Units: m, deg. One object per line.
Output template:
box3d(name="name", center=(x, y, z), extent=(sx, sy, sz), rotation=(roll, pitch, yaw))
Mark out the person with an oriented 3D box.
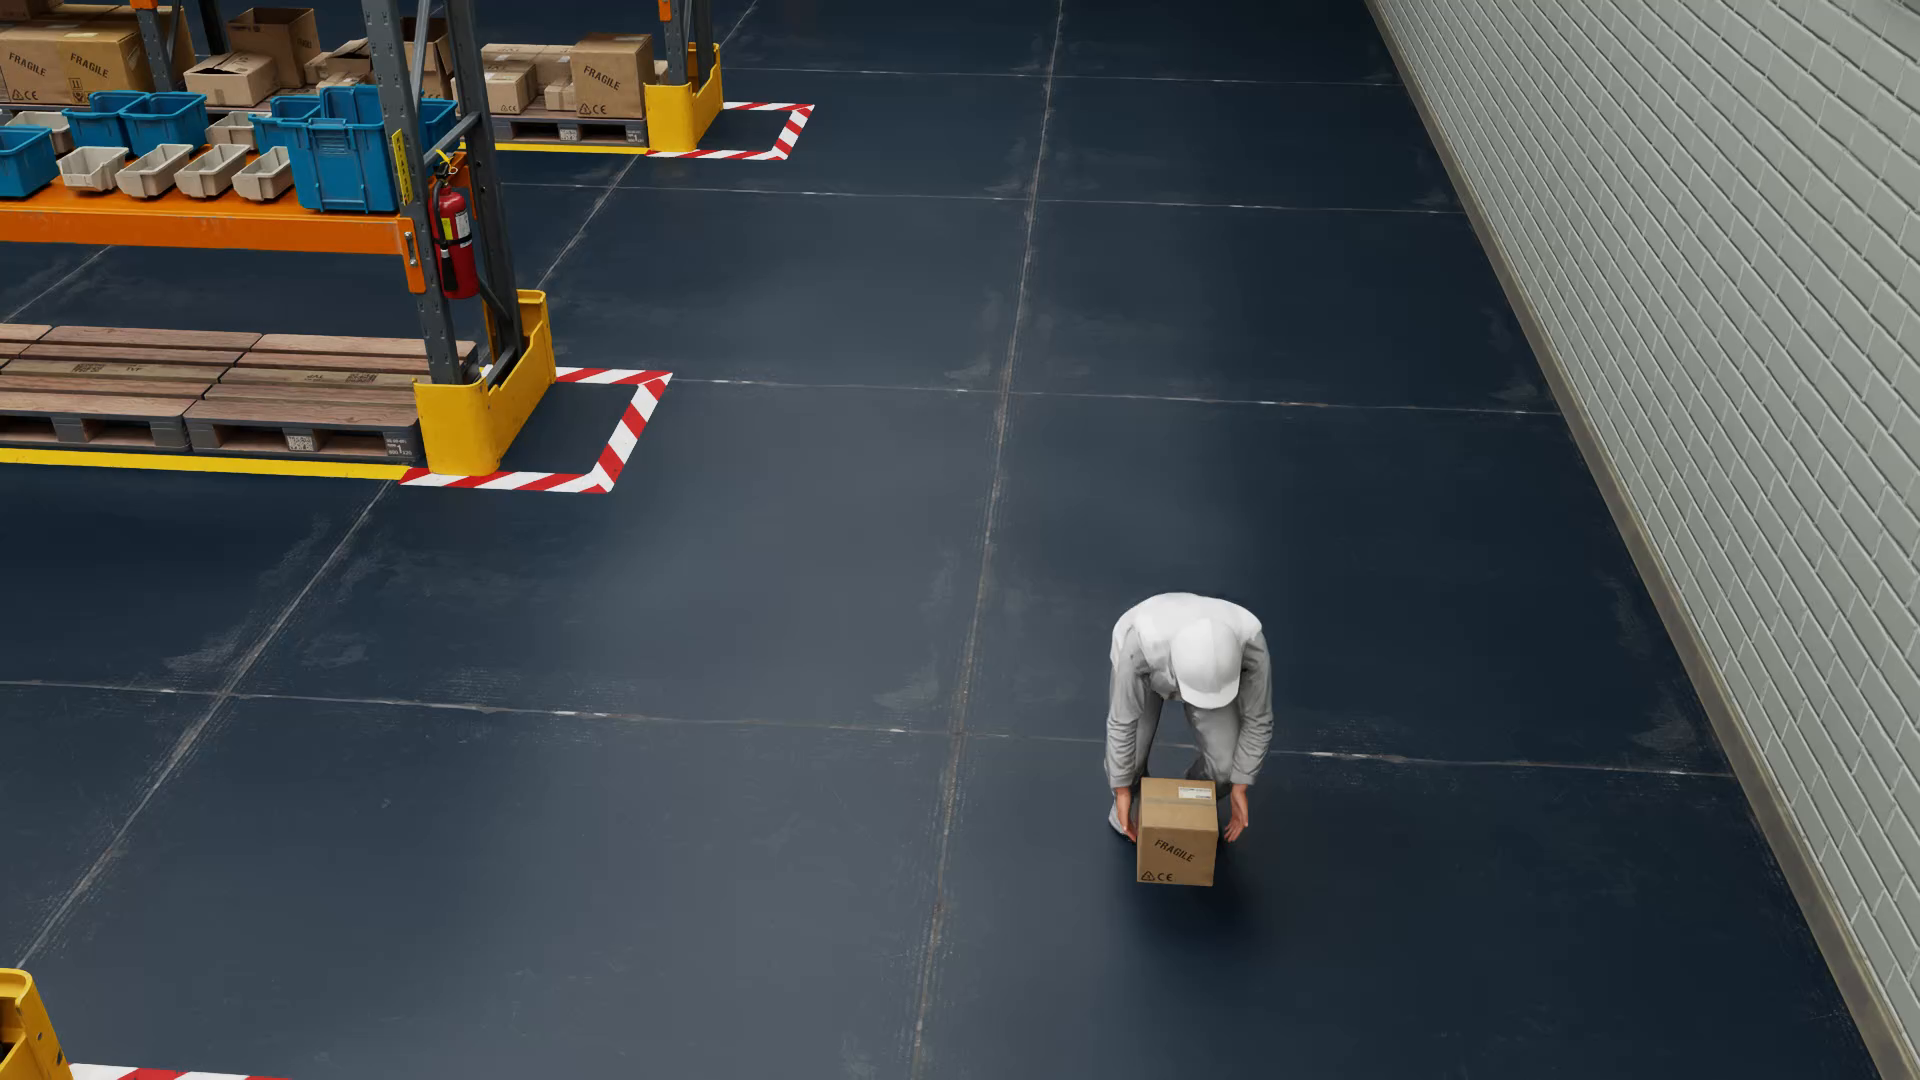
box3d(name="person", center=(0.788, 0.581, 5.770), extent=(0.560, 1.147, 0.861), rotation=(2, 32, 4))
